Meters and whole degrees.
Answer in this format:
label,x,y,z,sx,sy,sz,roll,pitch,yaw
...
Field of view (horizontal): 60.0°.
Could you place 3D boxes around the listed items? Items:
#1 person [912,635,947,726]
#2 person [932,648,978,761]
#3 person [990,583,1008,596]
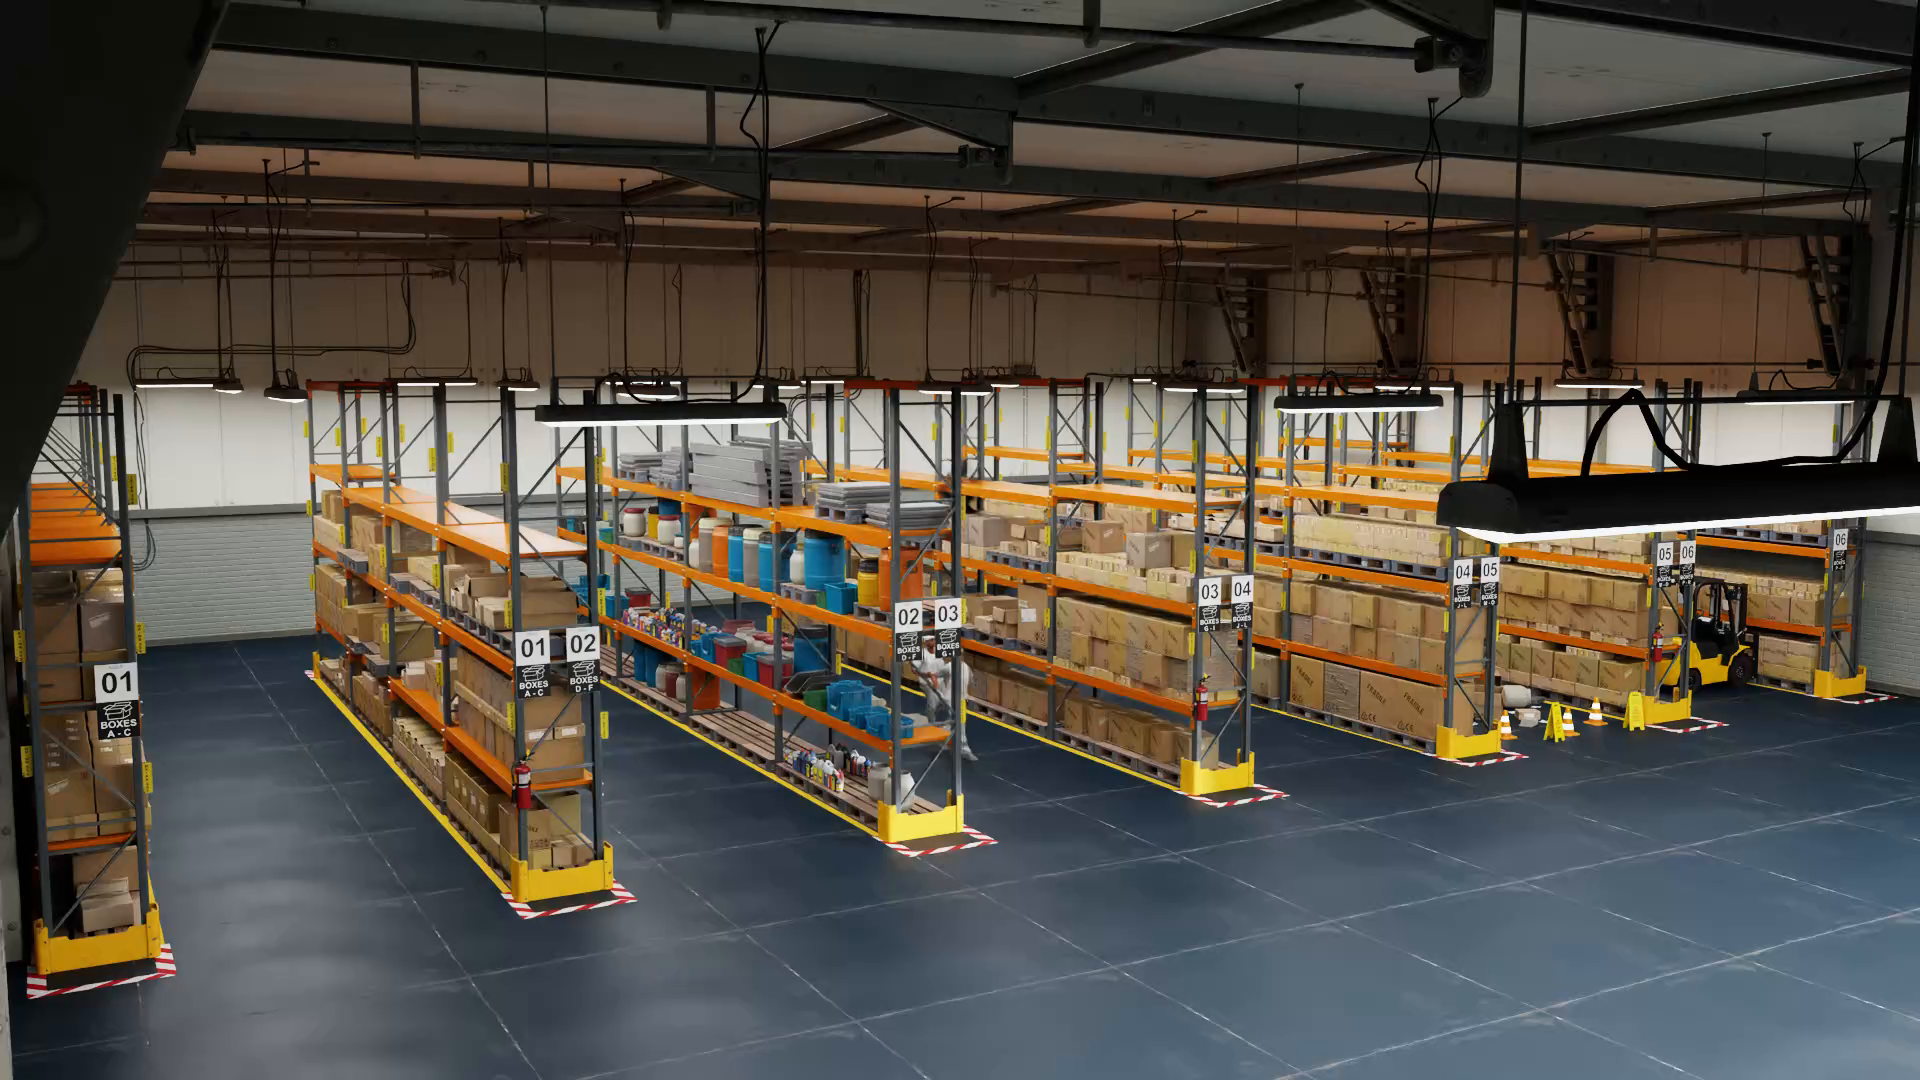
label,x,y,z,sx,sy,sz,roll,pitch,yaw
person,-0.462,2.439,28.496,0.770,1.721,0.526,-5,8,-39
person,-0.069,2.577,26.630,0.982,1.791,0.661,6,8,43
person,1.013,1.013,41.991,0.548,1.733,0.789,2,6,20
